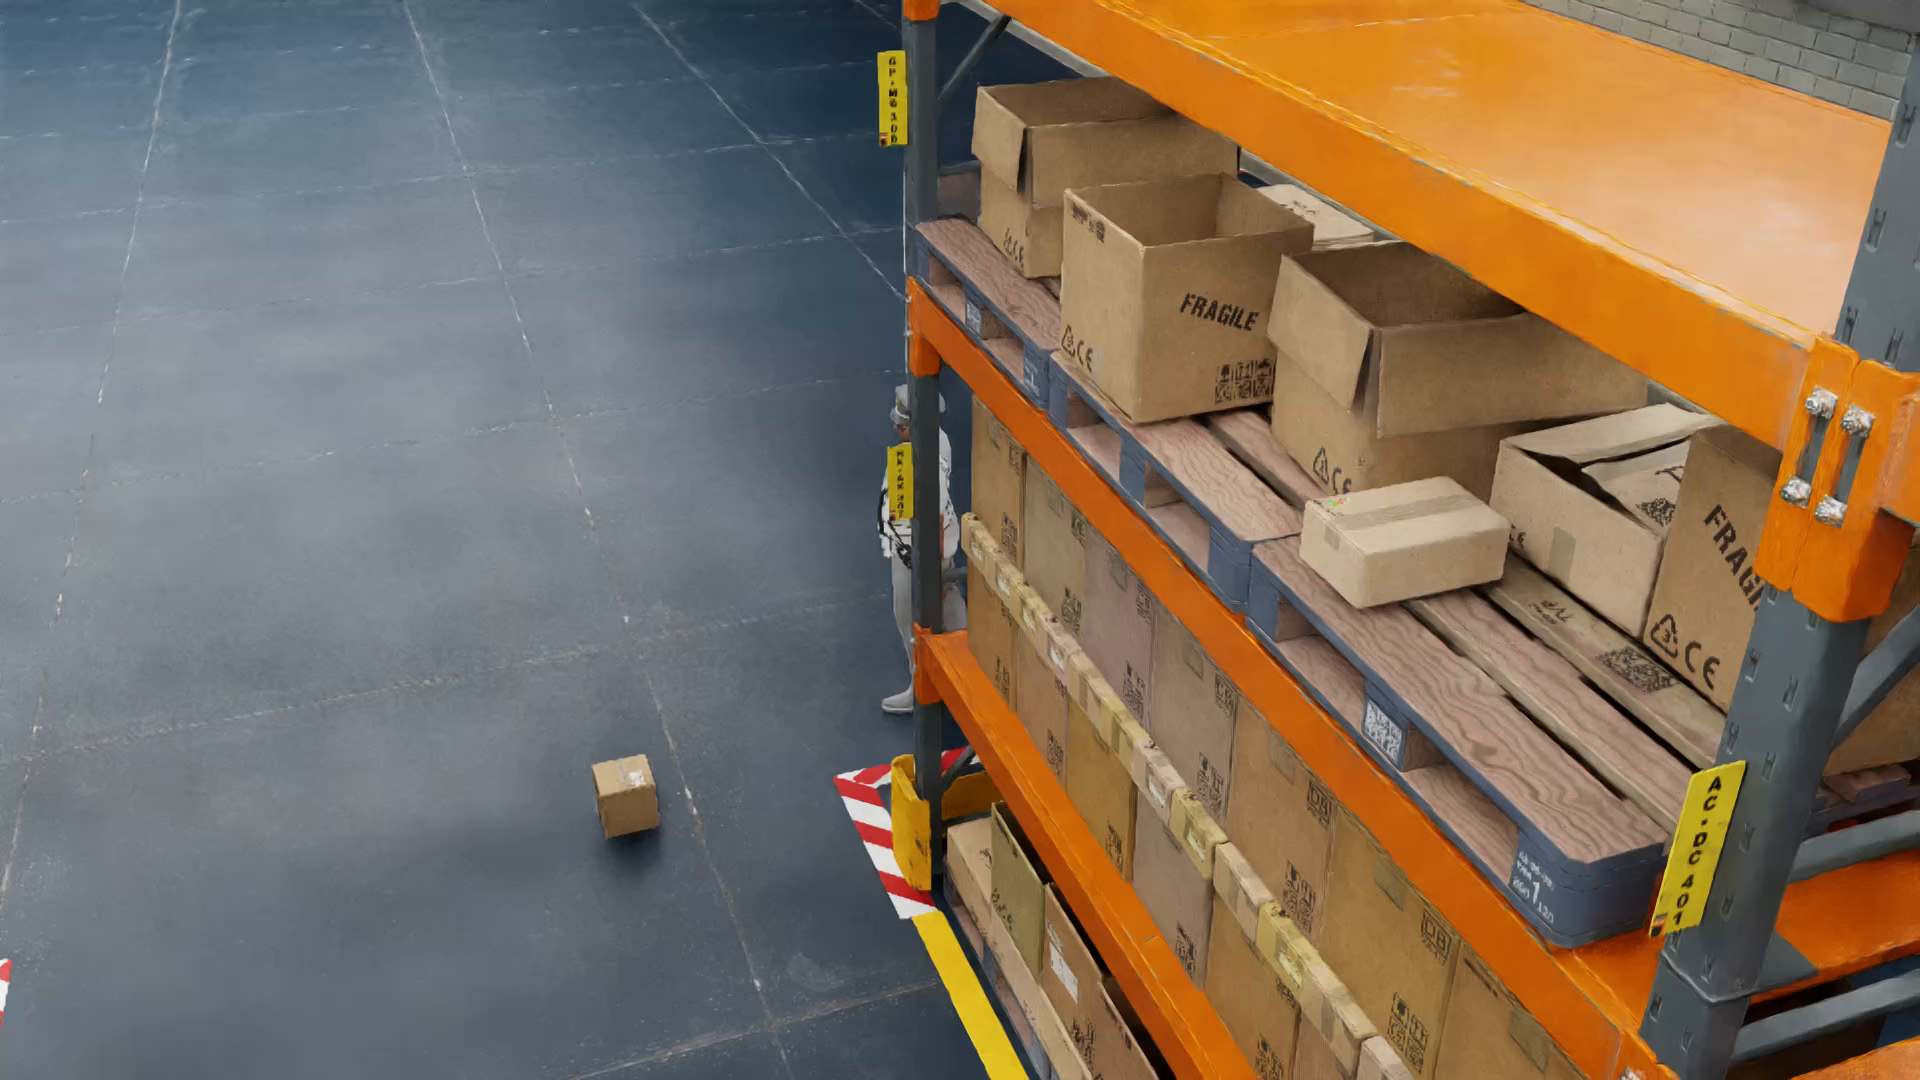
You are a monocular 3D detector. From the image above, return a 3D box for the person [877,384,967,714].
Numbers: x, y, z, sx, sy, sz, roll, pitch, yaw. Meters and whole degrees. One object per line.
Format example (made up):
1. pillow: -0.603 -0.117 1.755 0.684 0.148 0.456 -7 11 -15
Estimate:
1. person: -0.127 -0.015 8.367 0.518 1.746 0.728 4 30 7
